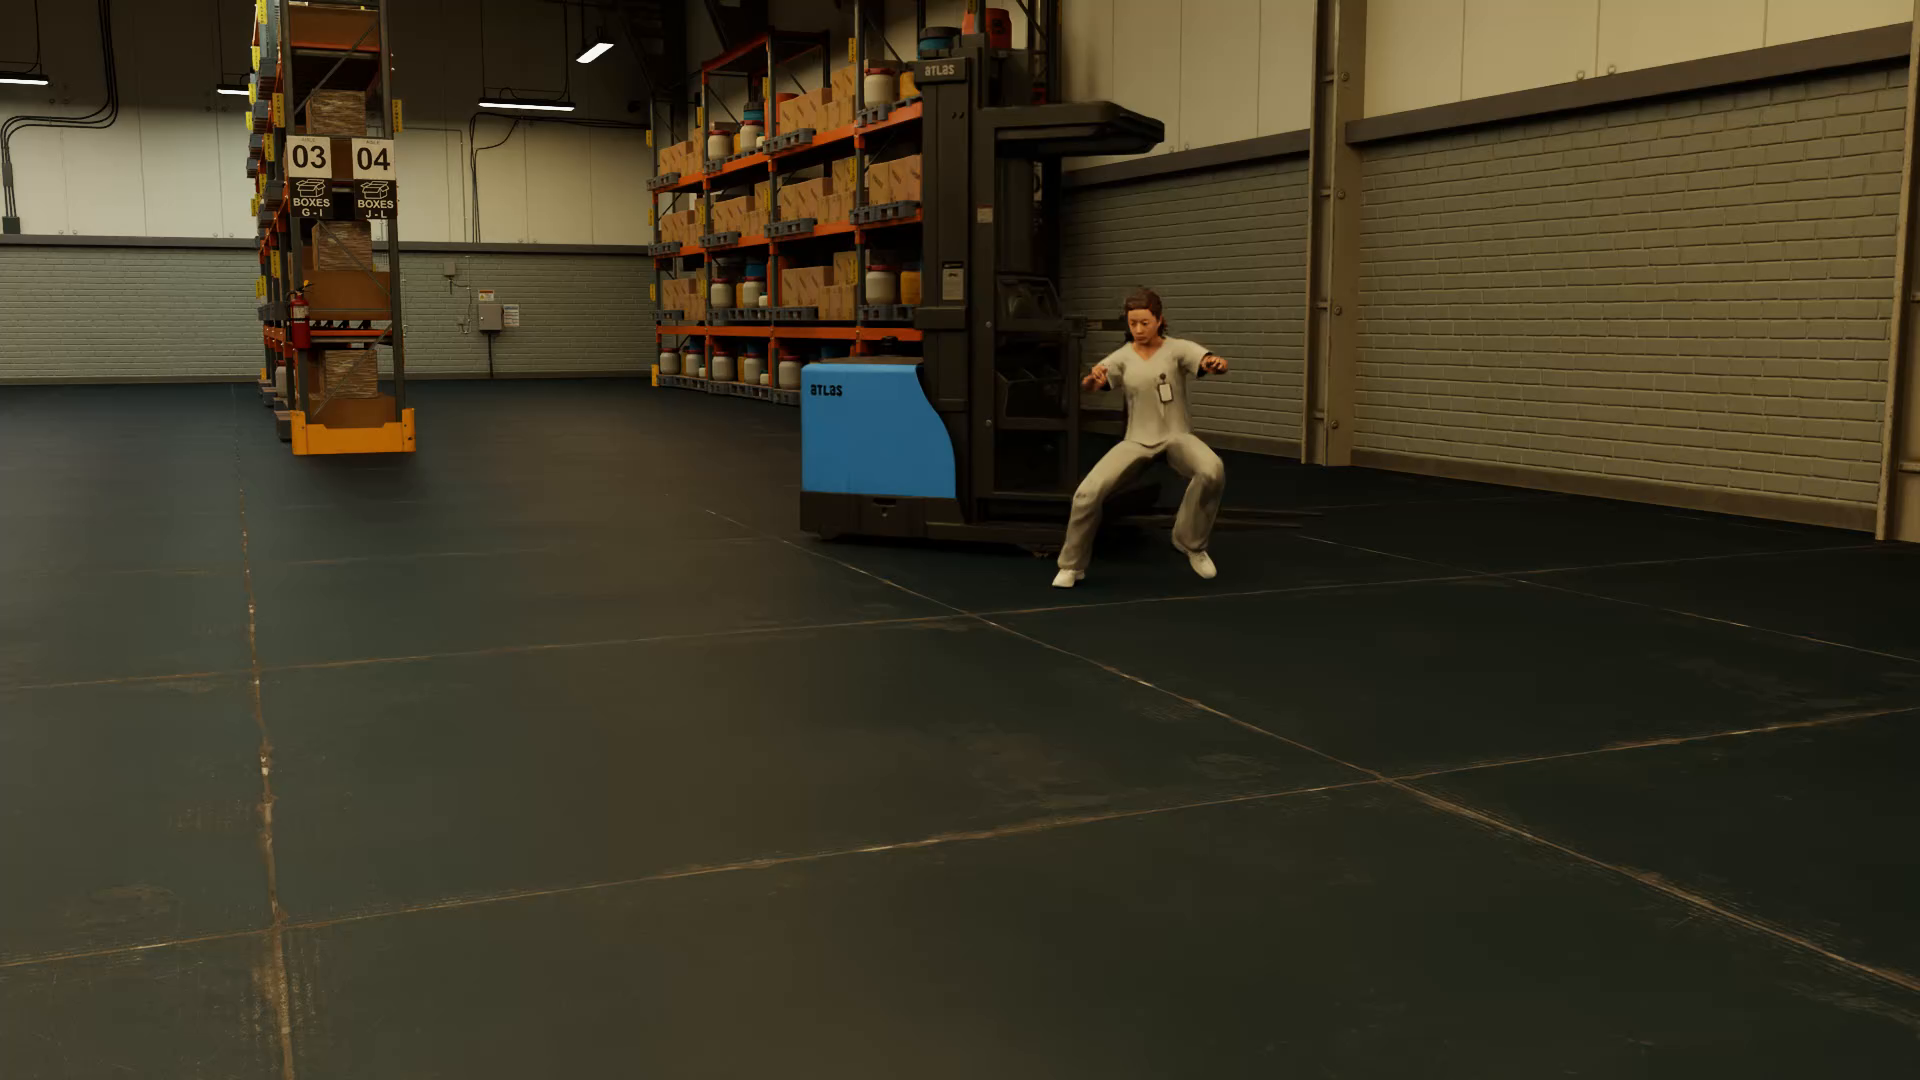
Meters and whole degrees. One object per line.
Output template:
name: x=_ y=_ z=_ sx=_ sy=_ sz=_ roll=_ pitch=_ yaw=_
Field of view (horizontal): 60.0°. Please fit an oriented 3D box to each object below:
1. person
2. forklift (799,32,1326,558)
person: x=0.902 y=-0.493 z=8.194 sx=0.865 sy=1.478 sz=0.734 roll=3 pitch=8 yaw=20
forklift: x=0.591 y=-1.422 z=9.729 sx=3.031 sy=2.935 sz=1.130 roll=3 pitch=8 yaw=23
